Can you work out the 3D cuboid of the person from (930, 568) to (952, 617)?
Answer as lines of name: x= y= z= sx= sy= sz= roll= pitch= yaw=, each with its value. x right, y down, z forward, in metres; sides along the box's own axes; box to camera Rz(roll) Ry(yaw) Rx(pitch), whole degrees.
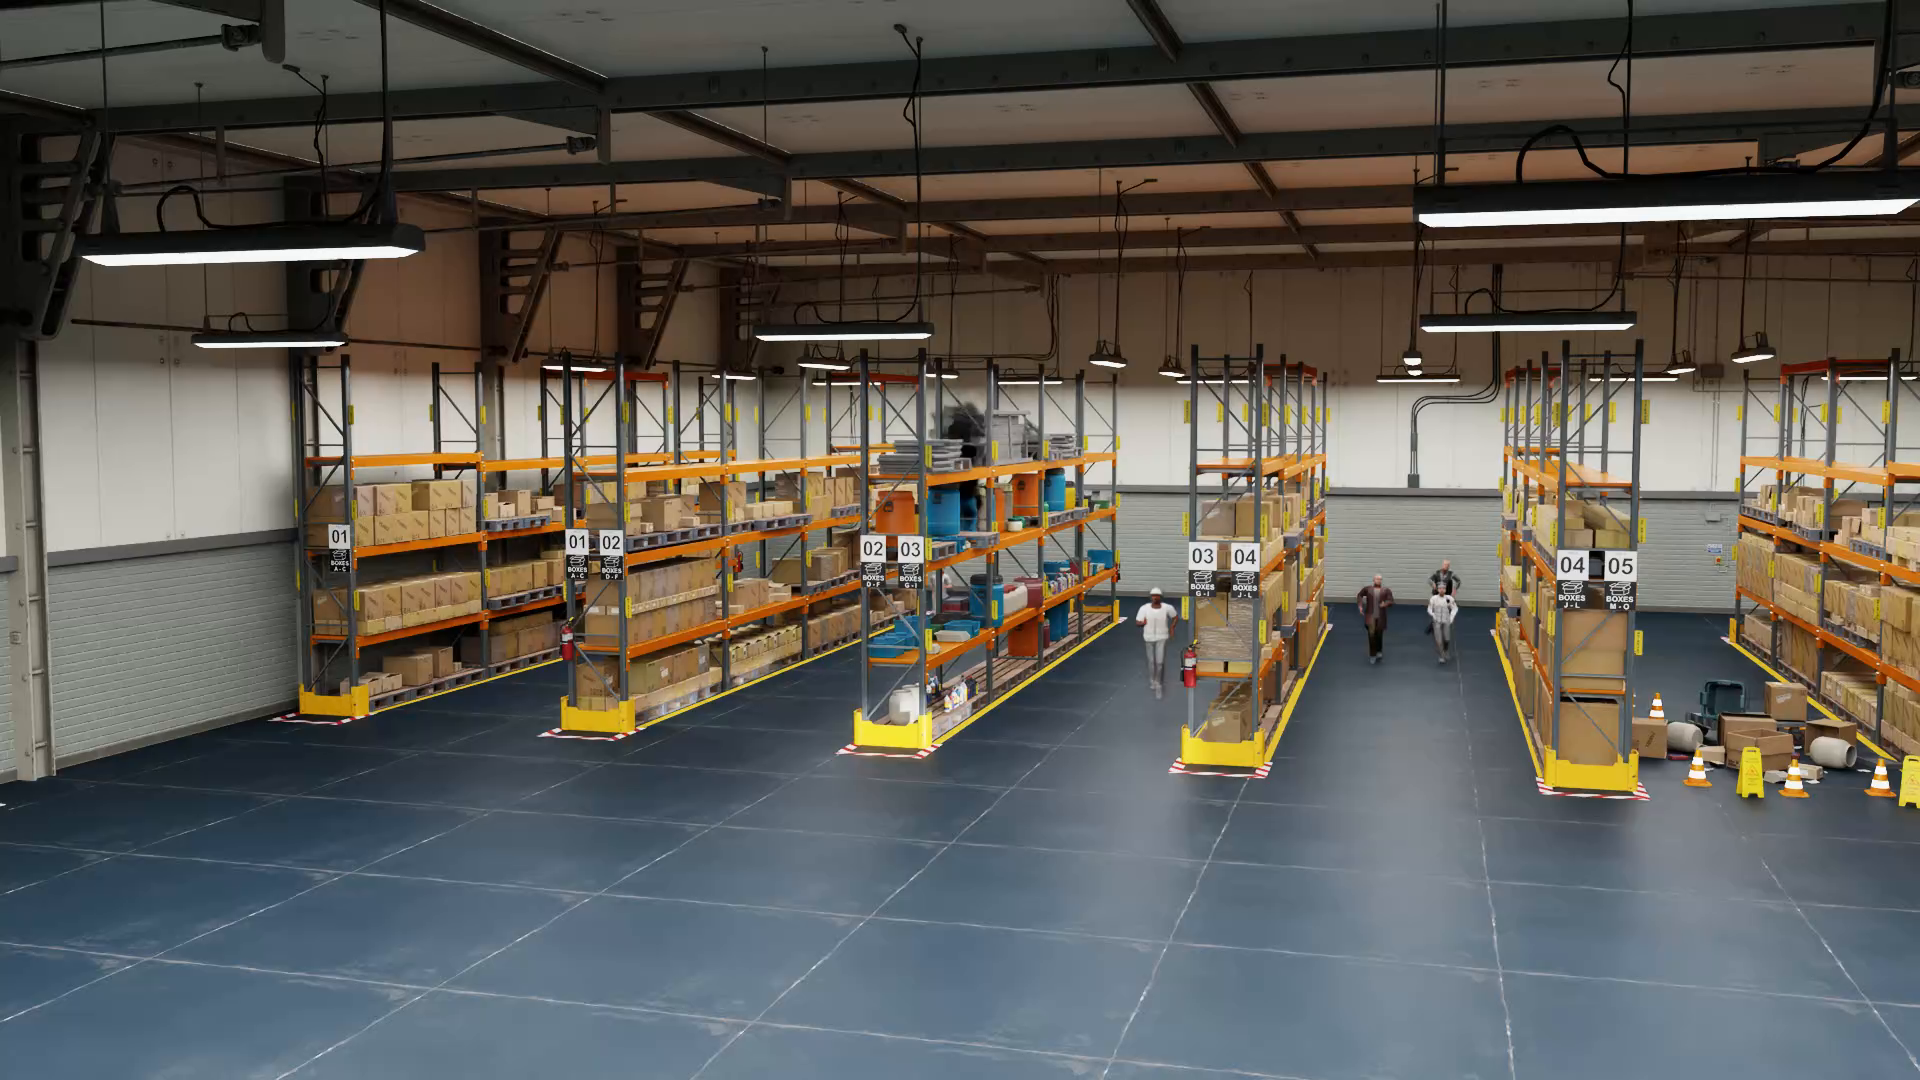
person: x=-0.429 y=1.364 z=37.507 sx=0.541 sy=1.726 sz=0.793 roll=1 pitch=4 yaw=9

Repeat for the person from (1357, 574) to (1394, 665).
person: x=8.437 y=1.691 z=33.778 sx=0.722 sy=1.607 sz=0.938 roll=1 pitch=4 yaw=9

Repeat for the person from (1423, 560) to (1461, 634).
person: x=11.065 y=1.313 z=38.262 sx=0.777 sy=1.712 sz=0.867 roll=3 pitch=5 yaw=35

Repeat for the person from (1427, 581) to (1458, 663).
person: x=9.716 y=1.661 z=33.495 sx=0.589 sy=1.647 sz=0.528 roll=1 pitch=4 yaw=17

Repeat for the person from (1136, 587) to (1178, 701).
person: x=3.309 y=1.738 z=28.117 sx=0.674 sy=1.874 sz=0.711 roll=1 pitch=4 yaw=15
